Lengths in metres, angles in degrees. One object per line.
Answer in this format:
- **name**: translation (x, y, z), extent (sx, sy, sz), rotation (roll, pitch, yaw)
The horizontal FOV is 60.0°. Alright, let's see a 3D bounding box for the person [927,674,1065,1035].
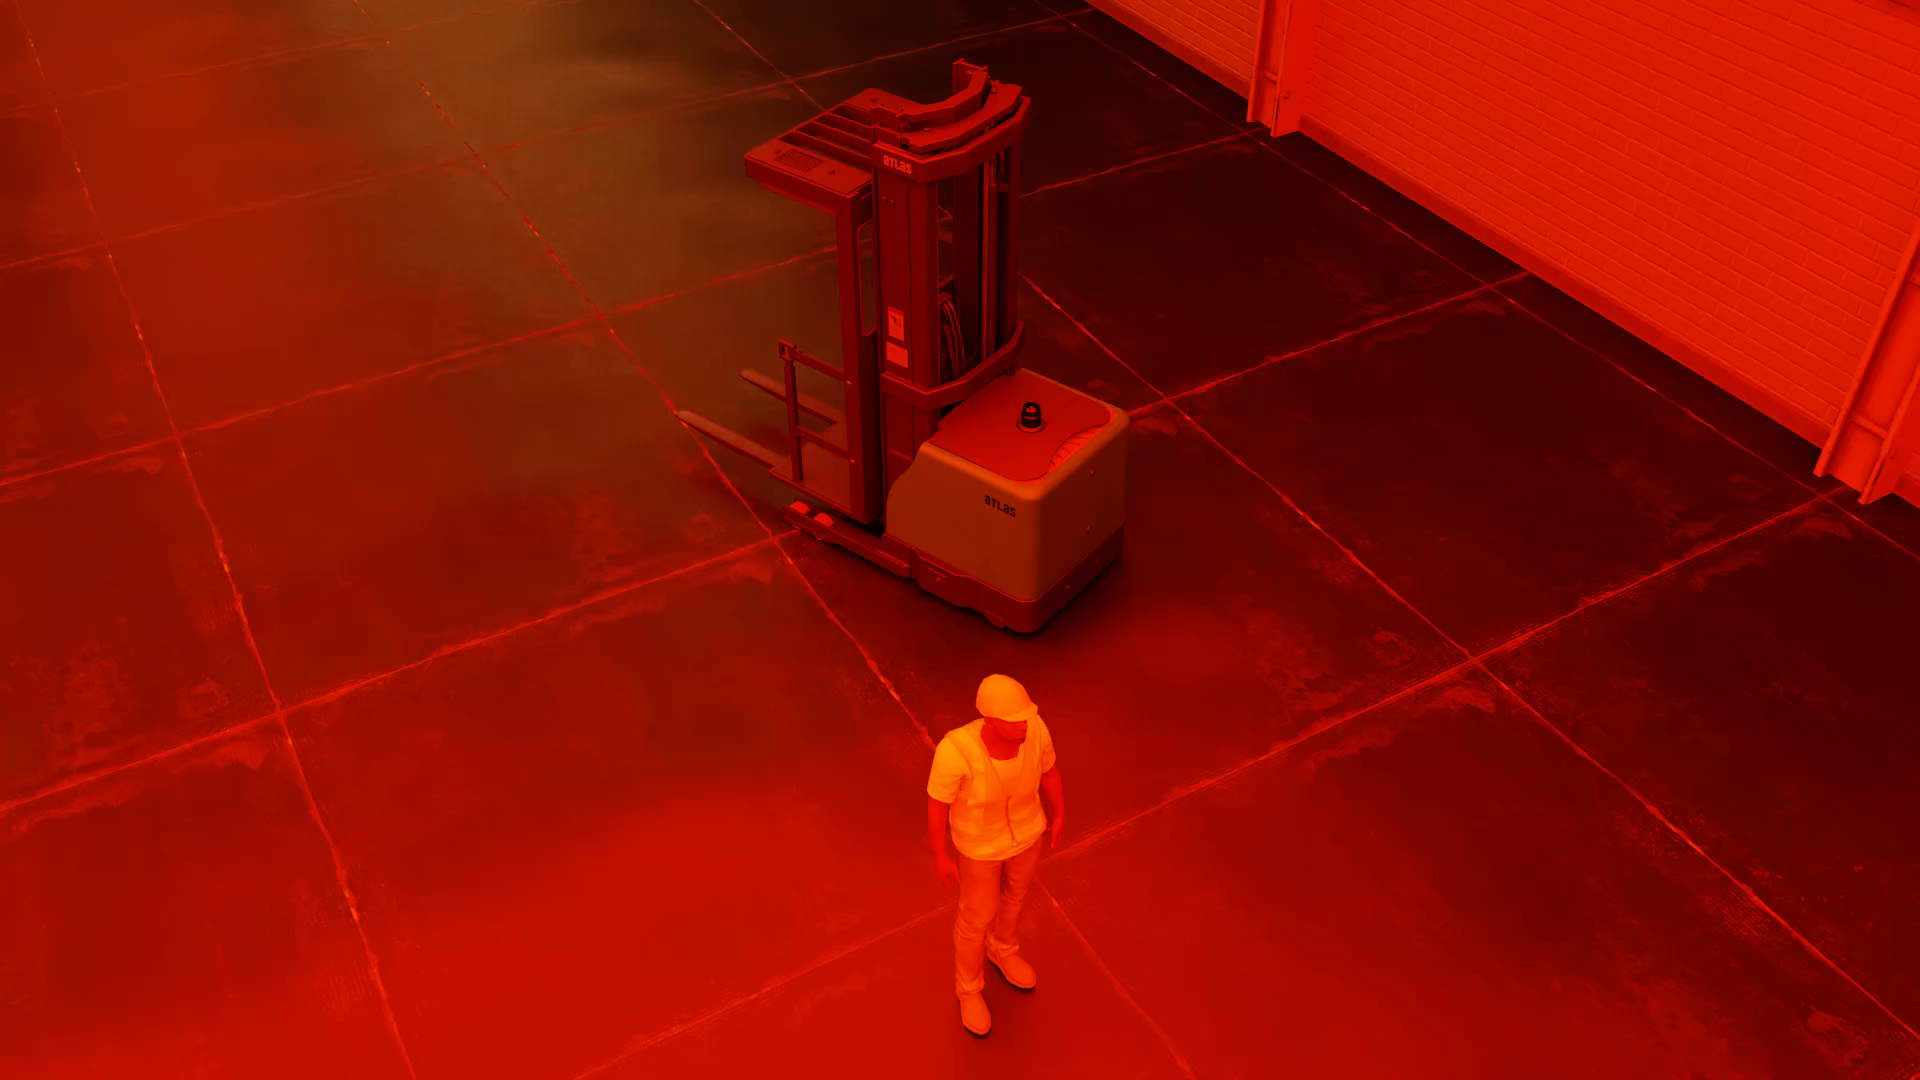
- **person**: translation (0.206, 1.349, 7.312), extent (0.665, 1.766, 0.575), rotation (-19, 43, -22)

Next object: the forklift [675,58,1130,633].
- **forklift**: translation (-0.481, -1.366, 9.683), extent (3.031, 2.935, 1.130), rotation (26, 46, 28)
